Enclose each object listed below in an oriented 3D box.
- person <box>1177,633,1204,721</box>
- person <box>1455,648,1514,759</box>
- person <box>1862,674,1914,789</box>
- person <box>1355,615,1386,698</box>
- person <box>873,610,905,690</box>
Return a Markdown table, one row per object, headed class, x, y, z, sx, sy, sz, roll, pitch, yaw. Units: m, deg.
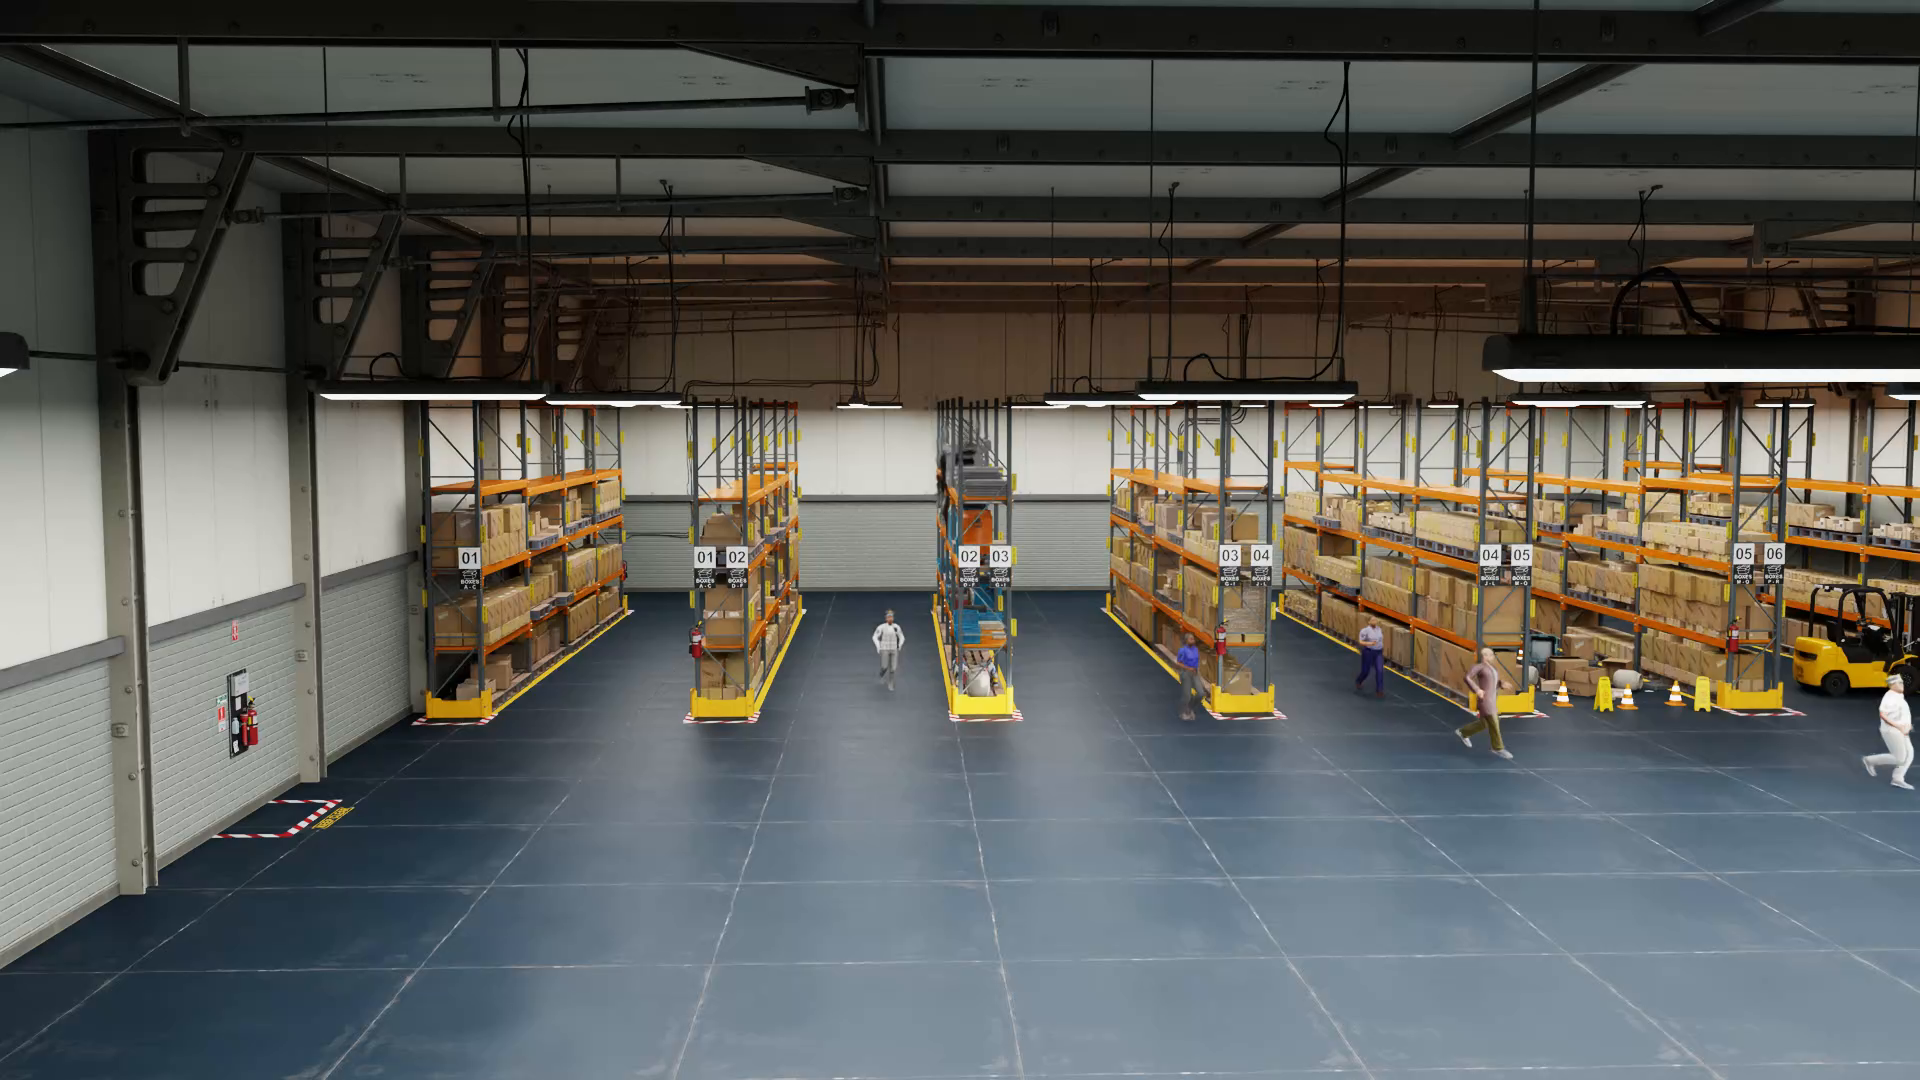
| class | x | y | z | sx | sy | sz | roll | pitch | yaw |
| --- | --- | --- | --- | --- | --- | --- | --- | --- | --- |
| person | 4.272 | 2.540 | 30.740 | 0.576 | 1.648 | 0.559 | -3 | 5 | -31 |
| person | 8.749 | 2.690 | 27.705 | 1.045 | 1.790 | 0.708 | 4 | 6 | 40 |
| person | 14.225 | 2.903 | 25.405 | 0.700 | 1.757 | 0.664 | 4 | 6 | 42 |
| person | 8.290 | 2.314 | 33.435 | 0.614 | 1.624 | 0.917 | -1 | 5 | -13 |
| person | -1.443 | 2.268 | 34.206 | 0.655 | 1.659 | 0.557 | -1 | 5 | -13 |
